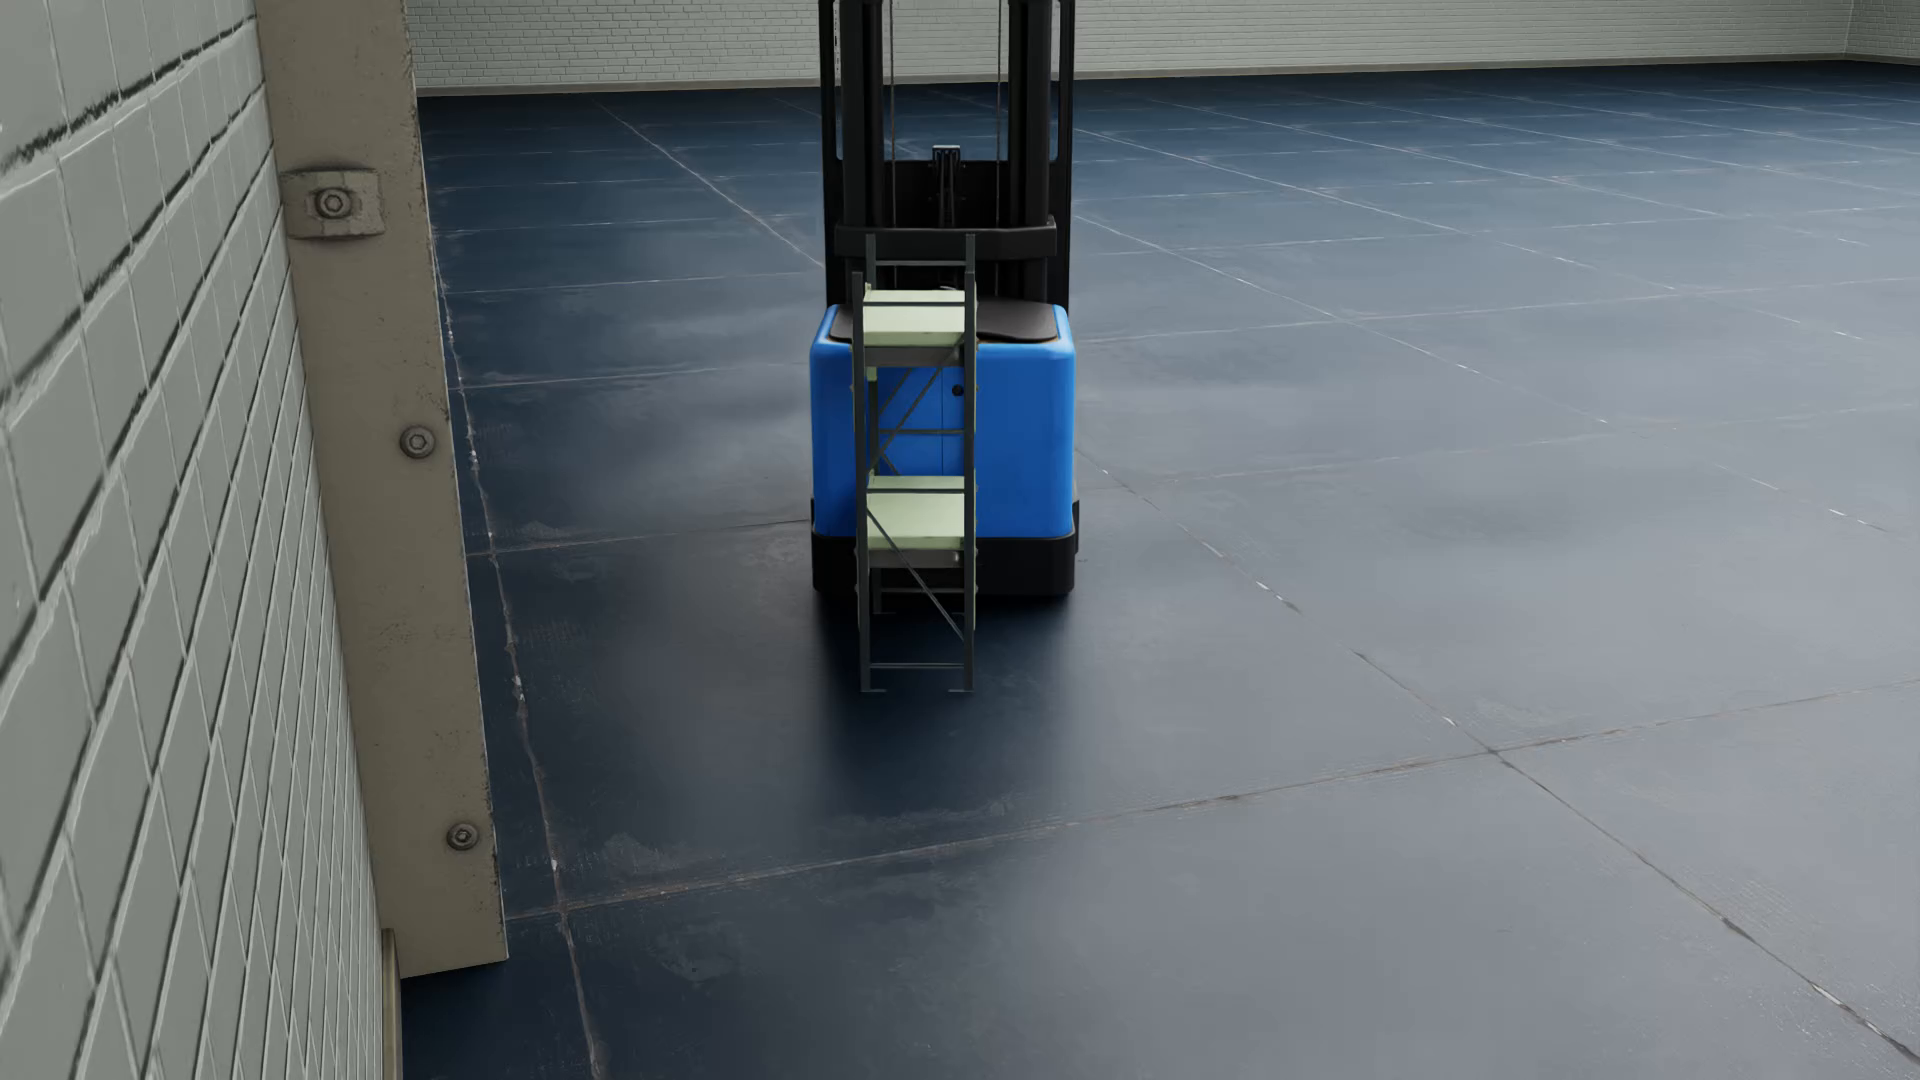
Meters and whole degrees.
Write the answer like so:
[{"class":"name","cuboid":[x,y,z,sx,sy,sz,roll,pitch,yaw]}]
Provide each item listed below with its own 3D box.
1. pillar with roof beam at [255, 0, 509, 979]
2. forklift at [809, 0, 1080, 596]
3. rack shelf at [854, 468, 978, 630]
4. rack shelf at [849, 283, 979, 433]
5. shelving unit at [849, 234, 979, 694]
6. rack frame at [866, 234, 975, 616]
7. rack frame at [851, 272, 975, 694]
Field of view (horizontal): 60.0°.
[{"class":"pillar with roof beam","cuboid":[2.695,-3.641,4.241,9.100,9.000,0.400,-6,21,-17]},{"class":"forklift","cuboid":[-0.053,-1.604,7.546,1.130,2.935,3.031,0,20,1]},{"class":"rack shelf","cuboid":[-0.149,0.020,6.108,0.431,0.370,0.720,0,20,1]},{"class":"rack shelf","cuboid":[-0.149,-0.655,5.866,0.431,0.370,0.720,0,20,1]},{"class":"shelving unit","cuboid":[-0.149,-0.287,5.998,0.431,1.500,0.755,0,20,1]},{"class":"rack frame","cuboid":[-0.145,-0.411,6.342,0.400,1.500,0.023,0,20,1]},{"class":"rack frame","cuboid":[-0.152,-0.164,5.653,0.400,1.500,0.023,0,20,1]}]
